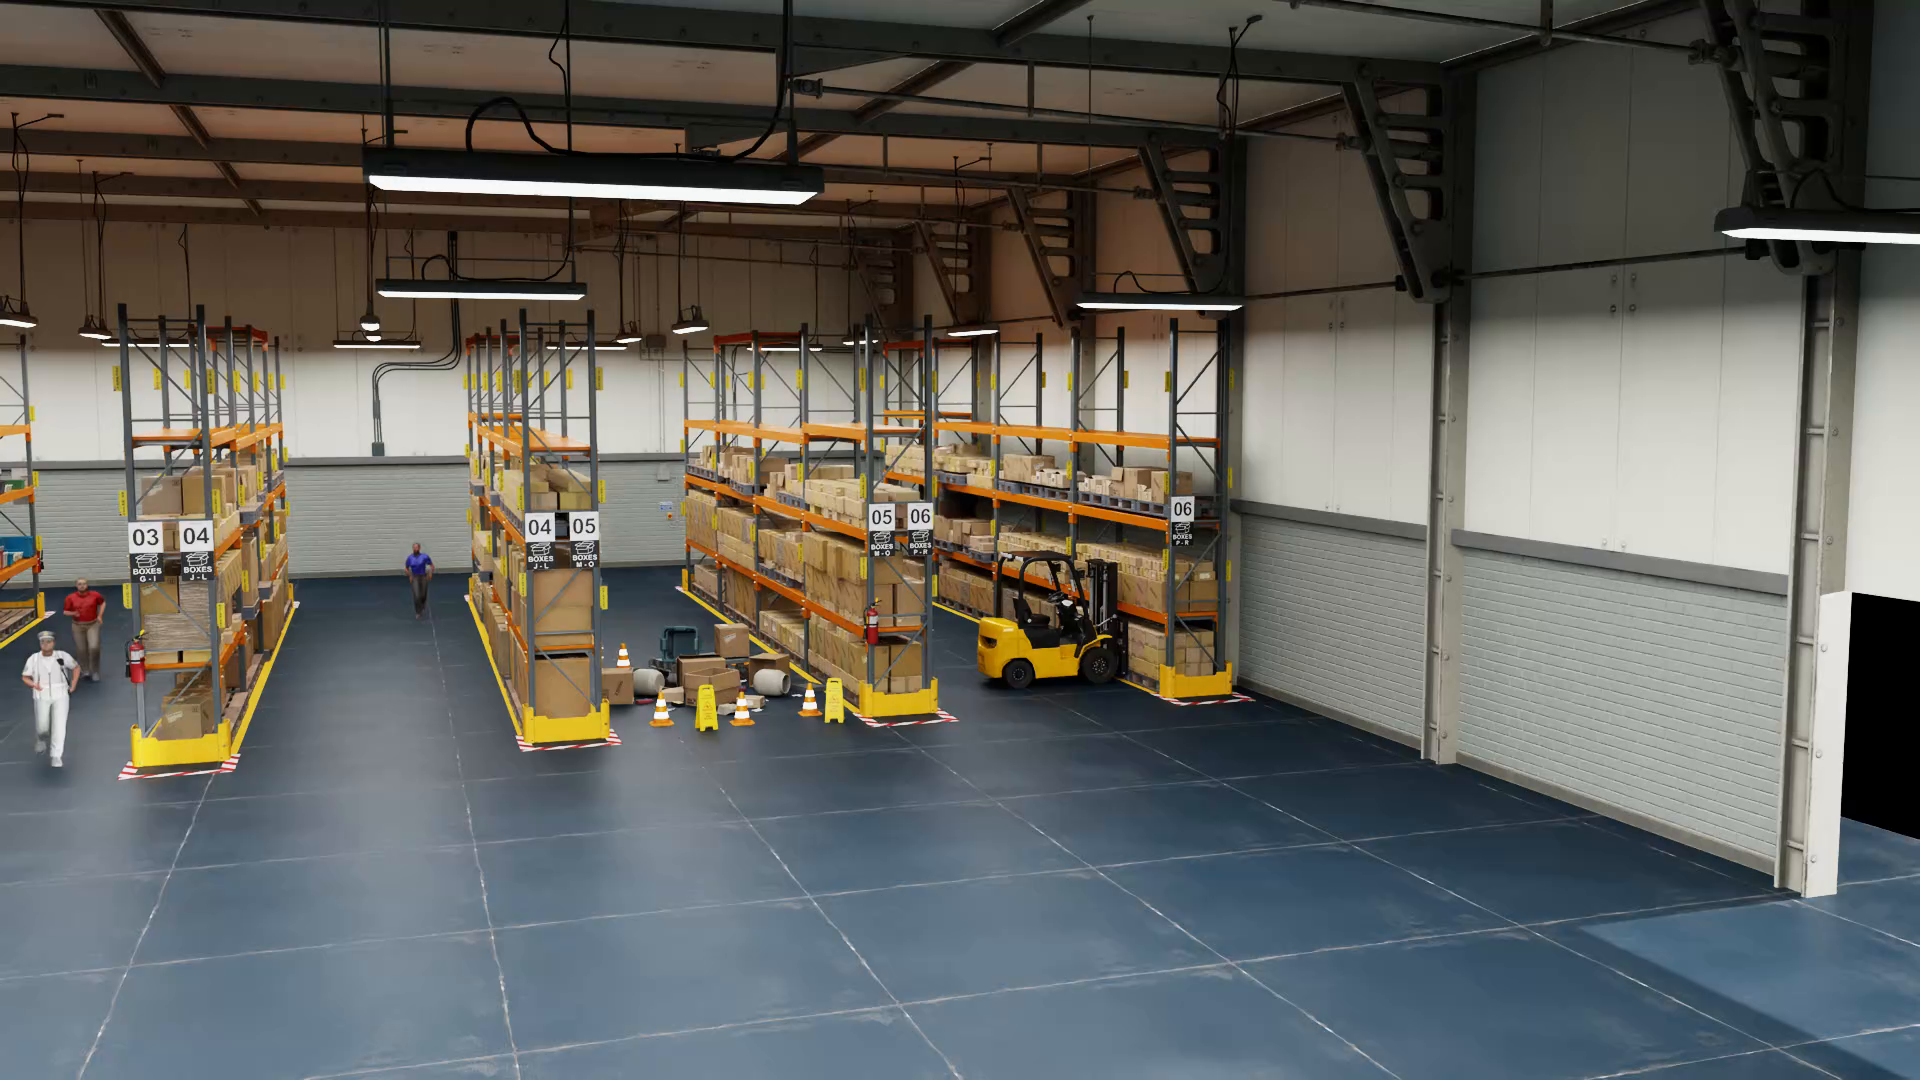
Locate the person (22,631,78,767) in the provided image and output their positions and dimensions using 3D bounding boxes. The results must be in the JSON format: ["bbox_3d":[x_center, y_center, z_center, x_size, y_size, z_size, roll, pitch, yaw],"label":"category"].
[{"bbox_3d":[-11.963,2.065,21.879,0.646,1.732,0.890,-3,6,-26],"label":"person"}]

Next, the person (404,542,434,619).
[{"bbox_3d":[-11.502,0.857,35.375,0.594,1.629,0.608,-1,6,-14],"label":"person"}]

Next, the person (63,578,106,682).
[{"bbox_3d":[-14.676,1.520,27.903,0.636,1.786,0.767,-3,6,-27],"label":"person"}]
